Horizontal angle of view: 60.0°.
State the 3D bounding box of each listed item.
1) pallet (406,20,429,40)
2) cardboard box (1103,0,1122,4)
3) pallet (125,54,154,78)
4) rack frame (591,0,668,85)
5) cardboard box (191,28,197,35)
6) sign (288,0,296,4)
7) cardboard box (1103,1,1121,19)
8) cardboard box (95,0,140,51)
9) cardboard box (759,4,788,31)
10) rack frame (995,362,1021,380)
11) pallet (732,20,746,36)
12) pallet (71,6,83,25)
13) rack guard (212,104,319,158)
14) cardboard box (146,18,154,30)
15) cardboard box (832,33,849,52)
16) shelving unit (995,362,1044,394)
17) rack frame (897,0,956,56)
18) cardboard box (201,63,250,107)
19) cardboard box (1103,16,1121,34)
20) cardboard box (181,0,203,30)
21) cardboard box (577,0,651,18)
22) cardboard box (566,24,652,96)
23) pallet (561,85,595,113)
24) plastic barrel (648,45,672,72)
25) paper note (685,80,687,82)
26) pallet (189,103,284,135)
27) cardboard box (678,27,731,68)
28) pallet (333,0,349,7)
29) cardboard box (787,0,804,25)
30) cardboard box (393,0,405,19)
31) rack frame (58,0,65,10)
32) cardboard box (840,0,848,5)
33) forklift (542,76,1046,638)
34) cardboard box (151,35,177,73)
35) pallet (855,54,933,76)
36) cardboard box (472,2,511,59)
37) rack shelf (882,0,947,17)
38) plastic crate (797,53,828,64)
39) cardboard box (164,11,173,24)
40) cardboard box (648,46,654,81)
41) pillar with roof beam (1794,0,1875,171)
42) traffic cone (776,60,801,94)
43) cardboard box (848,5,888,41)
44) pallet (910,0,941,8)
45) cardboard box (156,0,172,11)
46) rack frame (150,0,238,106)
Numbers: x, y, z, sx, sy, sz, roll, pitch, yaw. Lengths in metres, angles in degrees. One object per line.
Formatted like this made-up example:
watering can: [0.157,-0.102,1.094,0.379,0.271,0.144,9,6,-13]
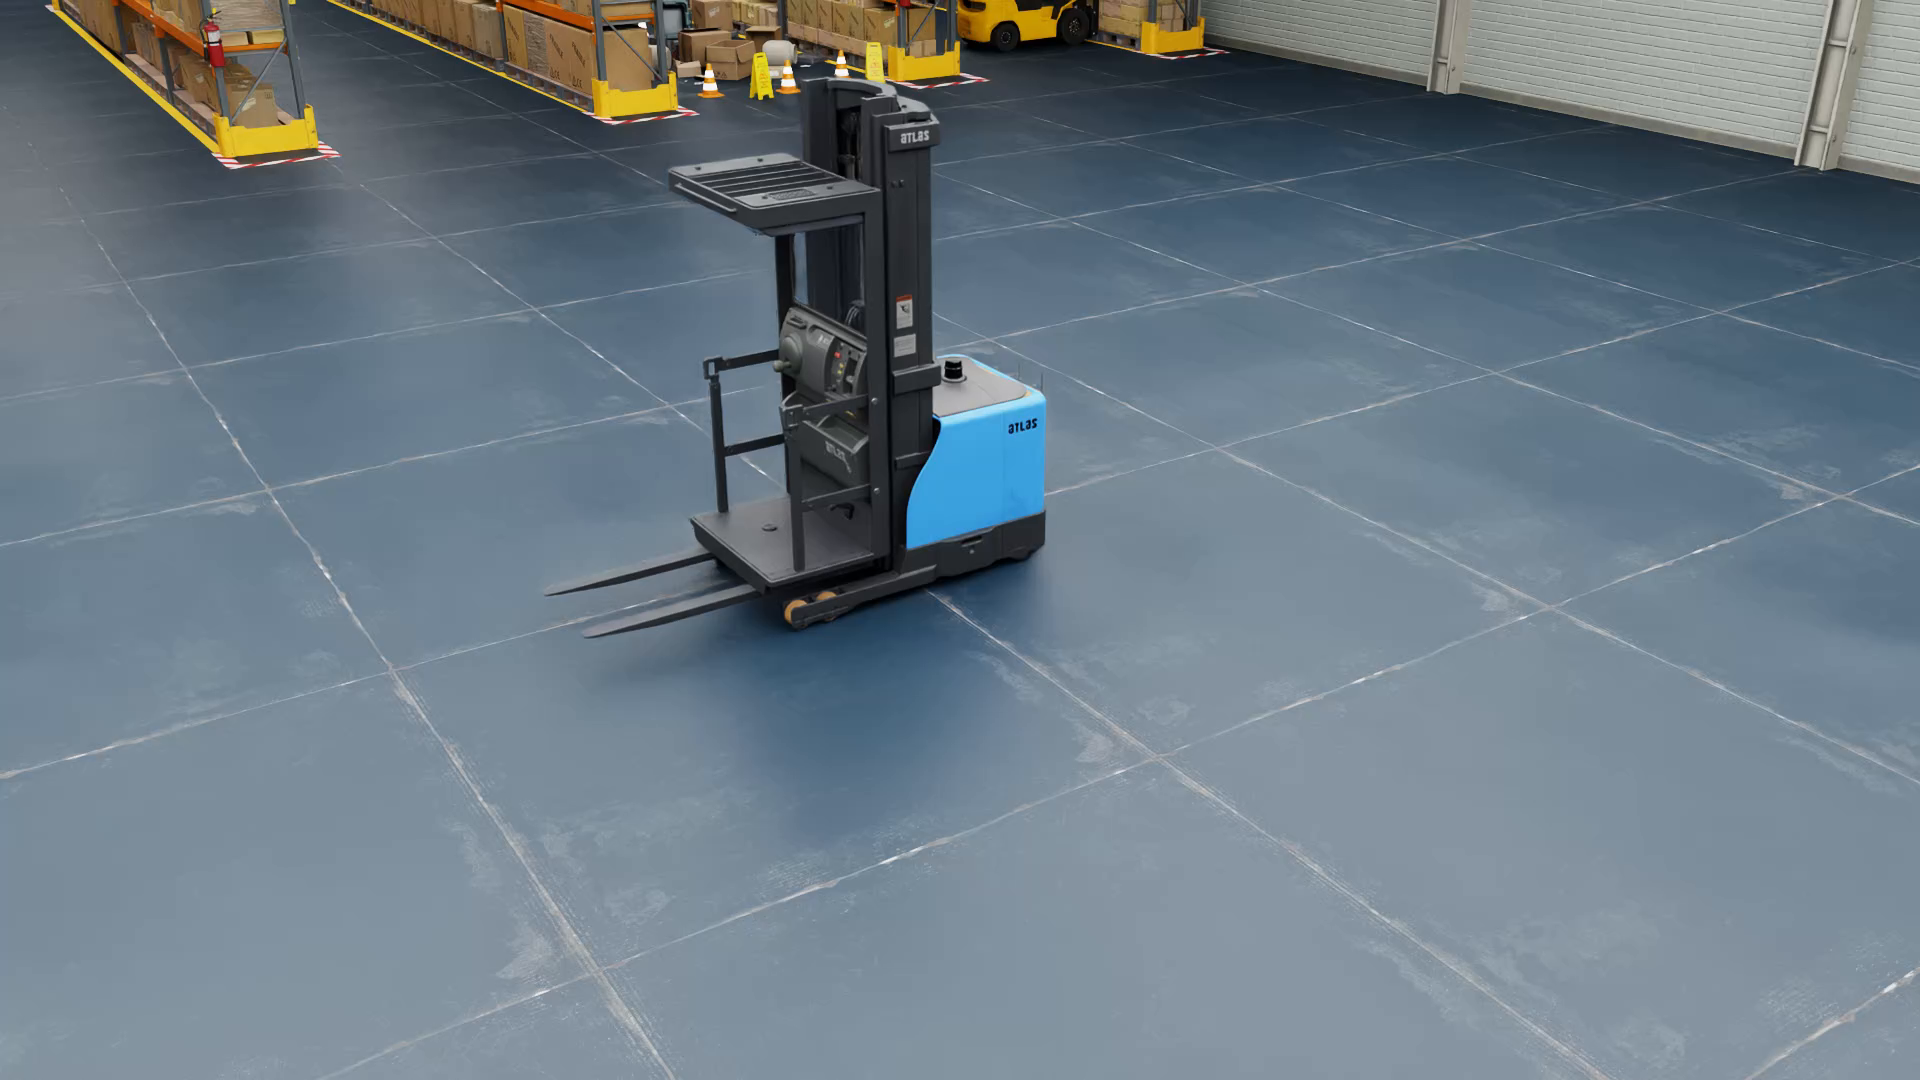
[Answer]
pallet: [-9.404,-9.338,30.284,1.003,0.211,1.213,-16,29,-30]
cardboard box: [2.841,-9.478,28.870,0.500,0.250,0.500,-15,29,-29]
pallet: [-12.765,-7.659,26.726,1.003,0.211,1.213,-16,29,-30]
rack frame: [-4.612,-7.458,23.034,1.000,3.000,0.127,-16,29,-30]
cardboard box: [-9.847,-6.722,21.769,0.380,0.149,0.250,-16,29,-30]
sign: [-8.368,-6.856,20.745,0.100,0.325,0.005,-16,29,-30]
cardboard box: [2.845,-9.261,28.998,0.500,0.250,0.500,-16,30,-30]
cardboard box: [-13.549,-8.680,27.621,1.225,0.875,0.875,-17,30,-32]
cardboard box: [-2.992,-9.267,29.453,0.950,0.372,0.625,-15,29,-29]
rack frame: [0.309,-0.652,10.901,0.200,1.050,0.008,-16,30,-31]
pallet: [-3.800,-9.532,30.695,1.003,0.211,1.213,-16,29,-30]
pallet: [-16.393,-10.096,31.890,1.003,0.211,1.213,-16,29,-30]
rack guard: [-8.864,-5.235,21.253,1.175,0.500,0.348,-16,29,-30]
cardboard box: [-12.501,-8.187,26.113,0.500,0.250,0.500,-12,28,-24]
cardboard box: [-1.753,-8.193,27.321,0.500,0.250,0.500,-17,30,-31]
shelving unit: [0.378,-0.609,10.810,0.215,1.050,0.252,-16,30,-31]
rack frame: [-0.520,-8.648,25.554,1.000,3.000,0.127,-16,29,-30]
cardboard box: [-10.098,-6.269,22.952,0.500,0.500,0.500,-19,31,-34]
cardboard box: [2.852,-9.027,29.086,0.500,0.250,0.500,-16,29,-30]
cardboard box: [-9.474,-6.872,21.327,0.875,0.500,0.500,-16,29,-30]
cardboard box: [-4.852,-7.648,23.261,0.875,0.550,0.550,-16,29,-30]
cardboard box: [-5.037,-6.914,23.879,0.875,0.875,0.875,-15,29,-29]
pallet: [-5.114,-6.465,24.197,1.003,0.211,1.213,-16,29,-30]
plastic barrel: [-4.891,-7.675,26.513,0.512,0.421,0.421,3,25,6]
paper note: [-4.260,-7.142,25.867,0.032,0.001,0.123,-1,25,-3]
pallet: [-9.940,-5.839,22.871,1.003,0.211,1.213,-16,29,-30]
cardboard box: [-4.117,-7.951,26.844,0.797,0.637,0.503,-16,29,-30]
pallet: [-12.229,-11.158,34.138,1.003,0.211,1.213,-16,29,-30]
cardboard box: [-2.607,-9.090,28.342,0.500,0.500,0.500,-14,29,-27]
cardboard box: [-10.140,-9.925,30.697,0.500,0.500,0.500,-17,30,-32]
rack frame: [-17.557,-12.061,32.785,1.000,3.000,0.127,-16,29,-30]
cardboard box: [-1.709,-8.753,26.869,0.380,0.149,0.250,-14,29,-27]
forklift: [-0.972,-1.065,9.573,3.031,2.935,1.130,-16,29,-30]
cardboard box: [-11.874,-7.437,25.403,0.700,0.500,0.500,-18,31,-34]
pallet: [-0.975,-7.713,26.840,1.003,0.211,1.213,-16,29,-30]
cardboard box: [-7.210,-8.262,26.881,1.050,0.750,0.750,-16,29,-30]
rack shelf: [-1.612,-9.038,27.223,1.077,0.370,4.000,-16,29,-30]
plastic crate: [-2.533,-8.005,27.614,0.583,0.080,0.402,18,31,33]
cardboard box: [-10.609,-7.147,22.669,0.380,0.149,0.250,-16,29,-30]
cardboard box: [-5.088,-7.443,25.928,0.500,0.500,0.500,-10,27,-21]
pillar with roof beam: [6.956,-7.682,16.482,9.100,9.000,0.400,-16,29,-30]
traffic cone: [-2.580,-6.973,24.979,0.336,0.463,0.334,-16,29,-30]
cardboard box: [-1.463,-8.345,26.764,0.500,0.500,0.500,-14,29,-28]
pallet: [-0.313,-11.102,34.021,1.003,0.211,1.213,-16,29,-30]
cardboard box: [-10.569,-7.586,22.840,0.875,0.500,0.500,-16,29,-30]
rack frame: [-11.006,-7.769,23.693,1.000,3.000,0.127,-16,29,-30]
